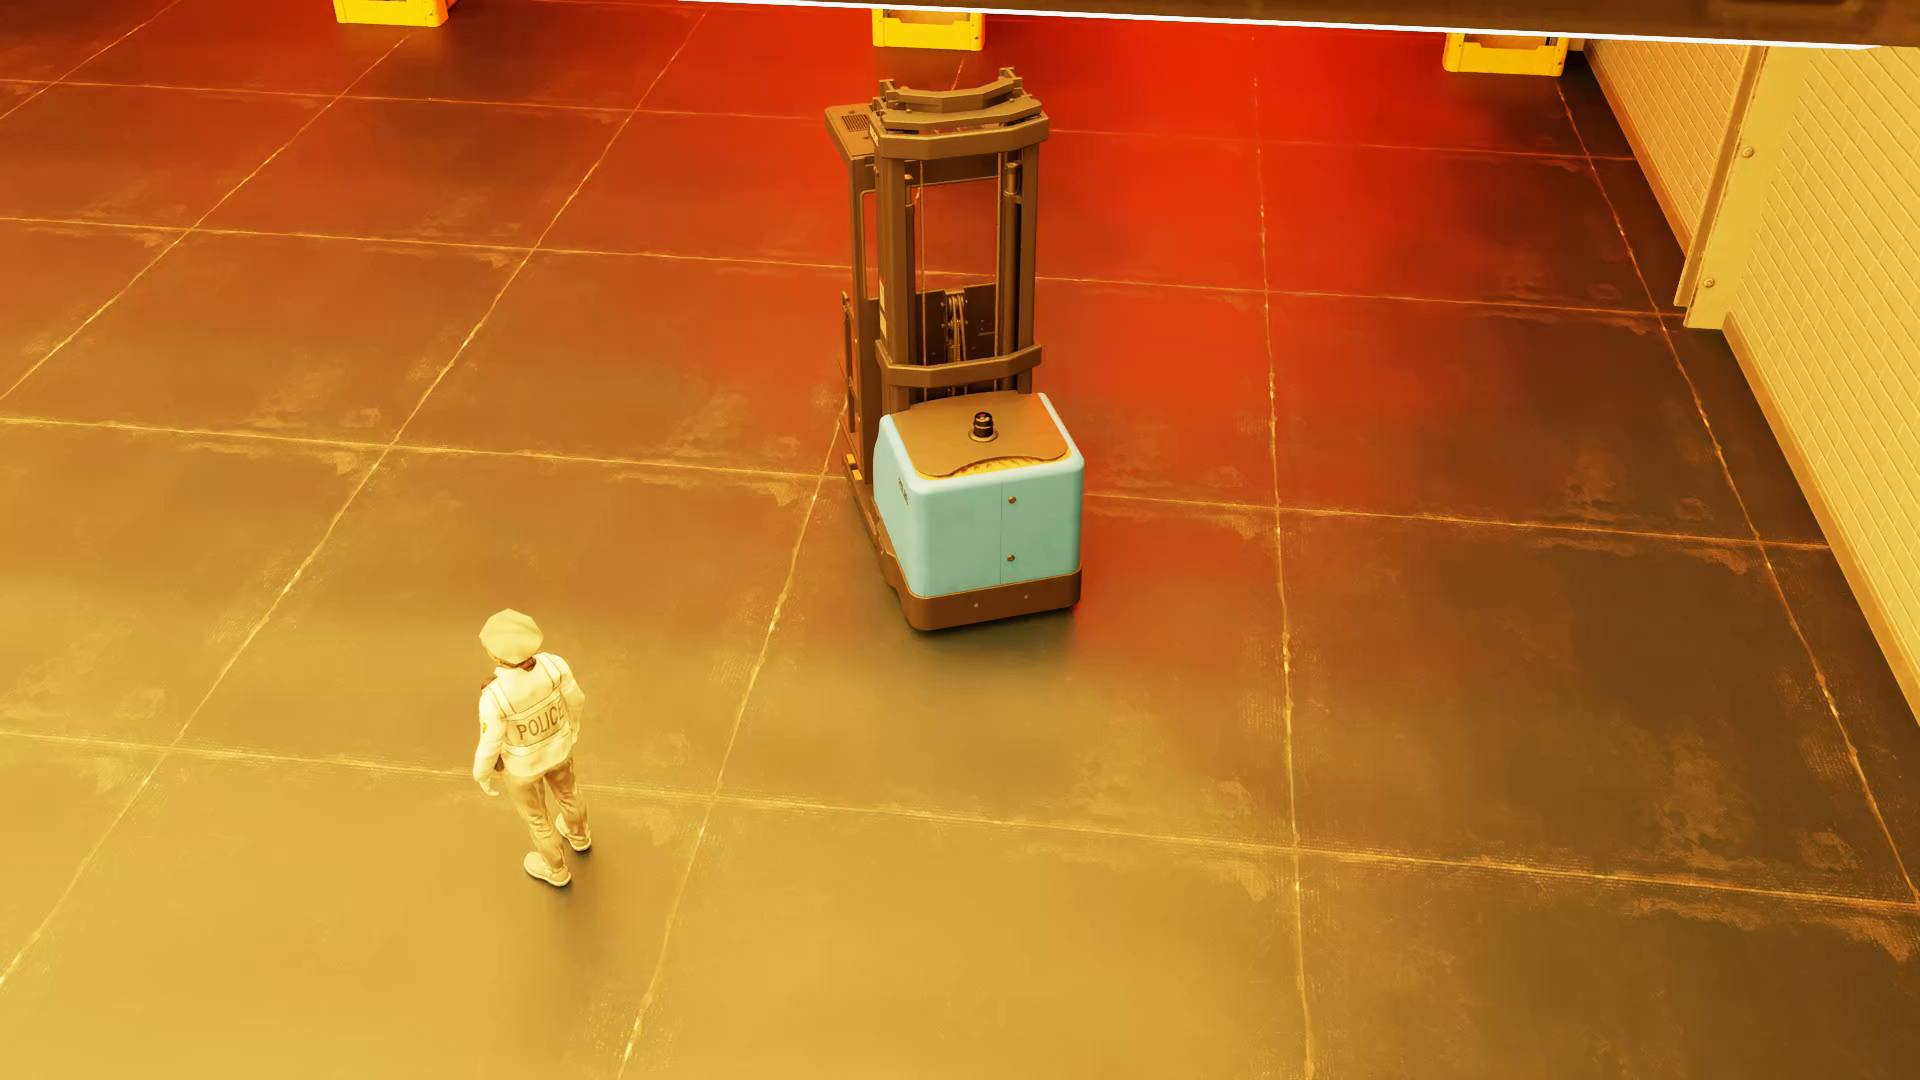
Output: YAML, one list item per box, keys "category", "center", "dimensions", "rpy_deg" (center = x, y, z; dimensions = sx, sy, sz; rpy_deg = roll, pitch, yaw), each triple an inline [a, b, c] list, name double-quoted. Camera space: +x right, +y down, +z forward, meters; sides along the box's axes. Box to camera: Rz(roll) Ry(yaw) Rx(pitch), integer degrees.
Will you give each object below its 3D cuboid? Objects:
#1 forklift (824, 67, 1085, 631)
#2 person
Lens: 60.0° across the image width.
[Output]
- category: "forklift"
  center: [-0.159, -1.528, 10.103]
  dimensions: [1.130, 2.935, 3.031]
  rpy_deg: [-9, 37, -12]
- category: "person"
  center: [-2.024, 0.962, 7.754]
  dimensions: [0.535, 1.697, 0.587]
  rpy_deg: [30, 46, 34]
